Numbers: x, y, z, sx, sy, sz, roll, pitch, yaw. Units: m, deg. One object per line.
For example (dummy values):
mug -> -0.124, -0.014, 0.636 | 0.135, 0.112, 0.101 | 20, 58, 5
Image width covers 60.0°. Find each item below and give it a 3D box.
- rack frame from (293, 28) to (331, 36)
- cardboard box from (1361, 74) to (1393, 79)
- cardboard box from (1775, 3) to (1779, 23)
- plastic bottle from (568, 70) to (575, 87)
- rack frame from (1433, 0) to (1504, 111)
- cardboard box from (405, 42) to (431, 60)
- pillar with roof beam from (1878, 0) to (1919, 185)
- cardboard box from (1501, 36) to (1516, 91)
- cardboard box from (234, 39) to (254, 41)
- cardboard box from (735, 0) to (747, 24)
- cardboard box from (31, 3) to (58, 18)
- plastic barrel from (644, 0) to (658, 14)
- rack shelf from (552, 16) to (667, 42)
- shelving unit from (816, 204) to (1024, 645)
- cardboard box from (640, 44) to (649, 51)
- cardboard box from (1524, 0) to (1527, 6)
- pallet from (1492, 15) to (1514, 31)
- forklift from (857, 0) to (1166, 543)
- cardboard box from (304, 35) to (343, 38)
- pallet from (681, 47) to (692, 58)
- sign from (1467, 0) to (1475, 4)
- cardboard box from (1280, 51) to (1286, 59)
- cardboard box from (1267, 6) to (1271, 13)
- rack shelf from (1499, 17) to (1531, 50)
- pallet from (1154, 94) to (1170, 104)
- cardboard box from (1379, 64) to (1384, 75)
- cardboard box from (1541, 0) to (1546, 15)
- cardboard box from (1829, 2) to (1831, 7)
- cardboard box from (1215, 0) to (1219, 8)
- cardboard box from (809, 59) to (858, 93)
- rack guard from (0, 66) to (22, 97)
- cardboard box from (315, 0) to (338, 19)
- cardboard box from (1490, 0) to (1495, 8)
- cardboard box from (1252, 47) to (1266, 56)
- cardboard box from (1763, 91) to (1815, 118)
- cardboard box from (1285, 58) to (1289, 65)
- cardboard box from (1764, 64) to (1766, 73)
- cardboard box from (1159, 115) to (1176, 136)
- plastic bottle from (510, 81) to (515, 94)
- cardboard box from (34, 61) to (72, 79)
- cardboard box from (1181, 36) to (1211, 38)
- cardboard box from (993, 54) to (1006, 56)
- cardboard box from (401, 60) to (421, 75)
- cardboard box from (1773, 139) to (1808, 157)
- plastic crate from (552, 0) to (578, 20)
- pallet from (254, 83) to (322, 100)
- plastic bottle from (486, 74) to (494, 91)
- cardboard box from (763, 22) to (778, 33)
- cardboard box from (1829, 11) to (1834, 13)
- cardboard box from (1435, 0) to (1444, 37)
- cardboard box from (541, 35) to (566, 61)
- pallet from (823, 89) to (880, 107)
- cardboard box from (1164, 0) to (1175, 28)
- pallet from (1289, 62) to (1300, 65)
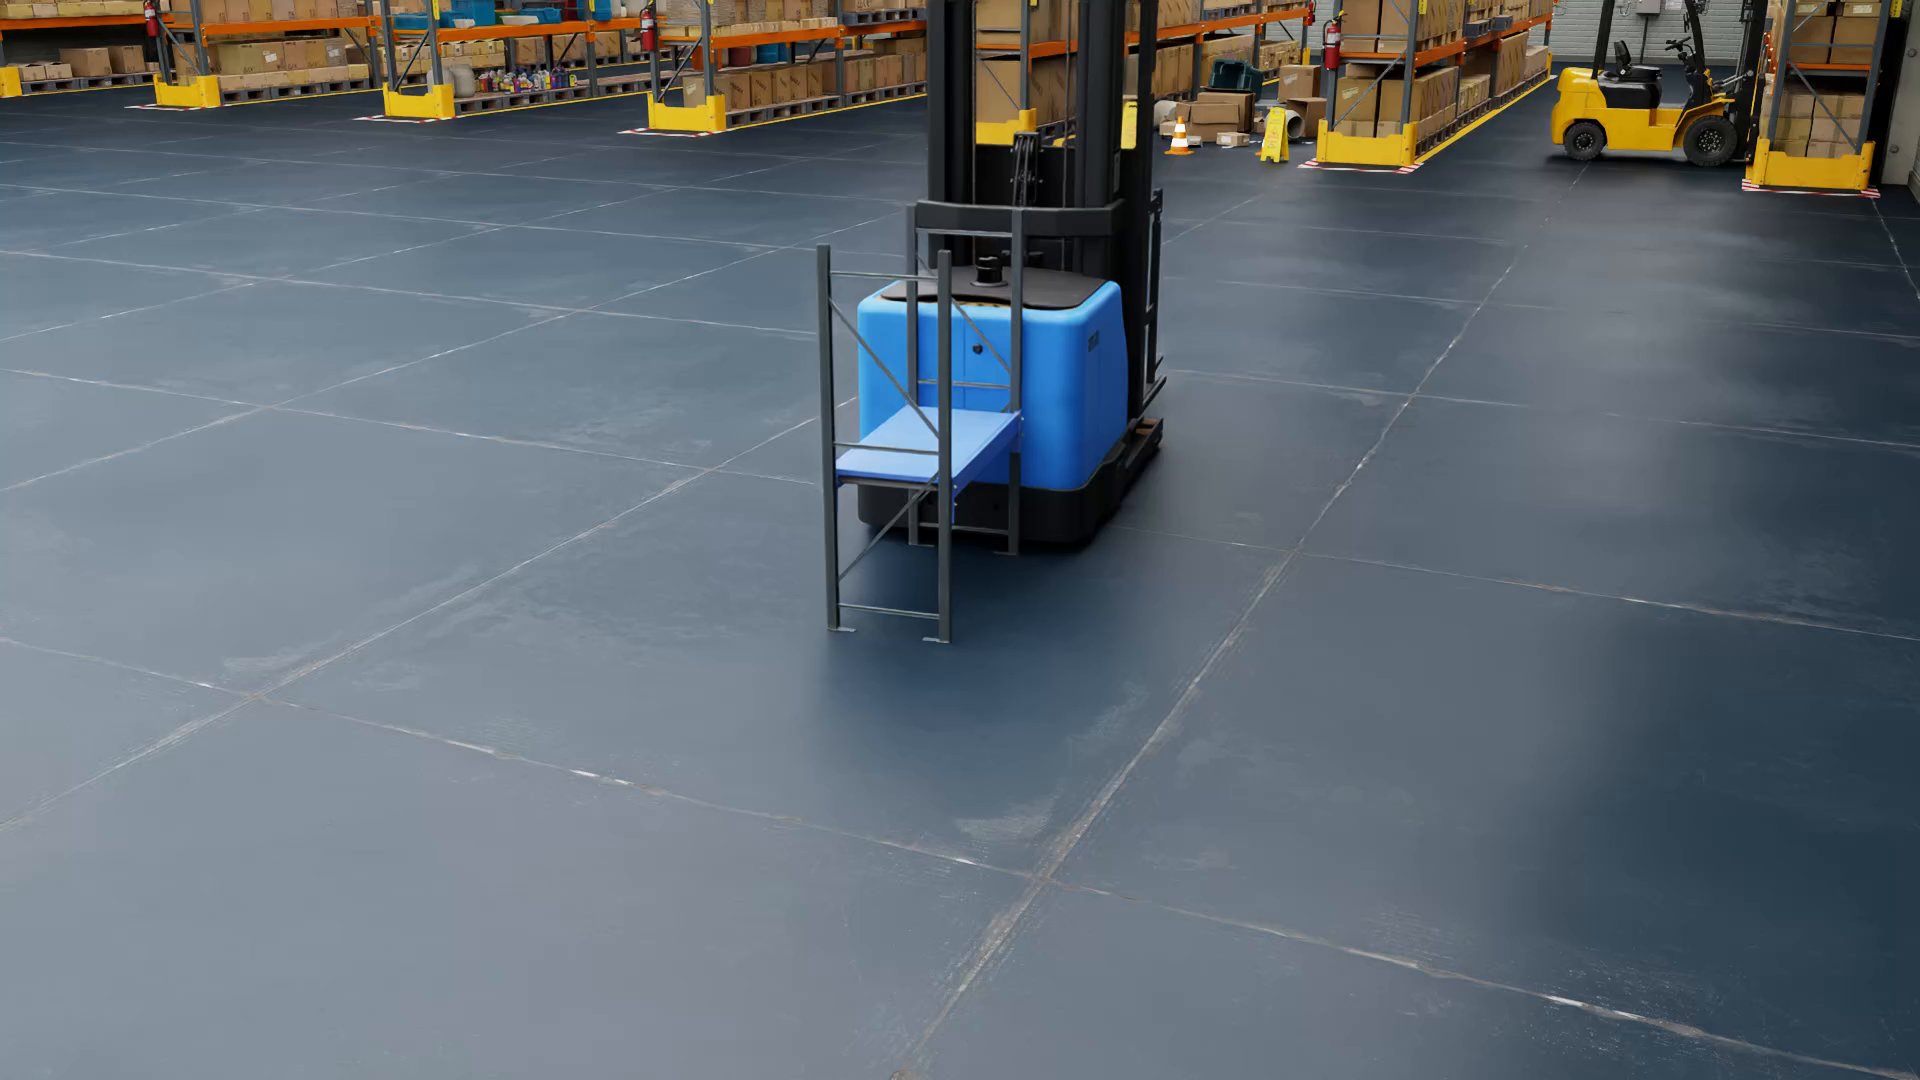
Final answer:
rack frame -> -14.322, -11.927, 36.529 | 1.000, 3.000, 0.127 | 9, 21, 23
cardboard box -> 5.301, -5.779, 21.599 | 0.500, 0.500, 0.500 | 9, 22, 25
cardboard box -> 11.340, -7.134, 22.529 | 0.500, 0.250, 0.500 | 8, 21, 21
plastic bottle -> -6.818, -8.080, 29.109 | 0.061, 0.283, 0.133 | 10, 22, 25
rack frame -> 8.276, -8.528, 26.972 | 1.000, 3.000, 0.127 | 9, 21, 23
cardboard box -> -10.622, -9.595, 32.612 | 0.500, 0.311, 0.500 | 8, 21, 21
pillar with roof beam -> 6.710, -8.909, 19.090 | 9.100, 9.000, 0.400 | 9, 21, 23
cardboard box -> 9.004, -8.197, 28.585 | 0.875, 0.875, 0.875 | 9, 21, 23
cardboard box -> -15.262, -10.276, 34.962 | 0.700, 0.500, 0.500 | 9, 21, 23
cardboard box -> -3.695, -7.963, 24.791 | 0.875, 0.500, 0.500 | 9, 21, 23
cardboard box -> -16.909, -9.686, 30.423 | 0.500, 0.250, 0.500 | 8, 21, 21
plastic barrel -> -5.852, -10.028, 30.986 | 0.433, 0.535, 0.433 | 0, 20, 0
rack shelf -> -6.103, -9.617, 31.108 | 1.077, 0.370, 4.000 | 9, 21, 23
shelving unit -> -0.128, -0.498, 6.629 | 0.538, 1.500, 1.048 | 6, 20, 16
cardboard box -> -7.449, -11.708, 39.485 | 0.380, 0.166, 0.250 | 9, 21, 23
cardboard box -> 9.757, -9.594, 29.447 | 0.500, 0.250, 0.500 | 9, 22, 24
pallet -> 8.081, -8.205, 26.351 | 1.213, 0.211, 1.003 | 9, 21, 23
forklift -> 0.449, -1.827, 8.233 | 1.130, 2.935, 3.031 | 6, 20, 16
cardboard box -> -11.915, -9.182, 31.170 | 0.500, 0.500, 0.500 | 9, 21, 23
pallet -> -6.882, -12.113, 41.214 | 1.003, 0.211, 1.213 | 9, 21, 23
sign -> 7.136, -7.641, 23.186 | 0.100, 0.325, 0.005 | 9, 21, 23
cardboard box -> 6.505, -10.021, 34.355 | 0.380, 0.149, 0.250 | 10, 22, 25
cardboard box -> 5.987, -10.583, 33.124 | 0.380, 0.149, 0.250 | 8, 21, 20
rack shelf -> 9.095, -8.801, 28.812 | 1.077, 0.370, 4.000 | 9, 21, 23
pallet -> 2.826, -7.260, 27.569 | 1.003, 0.211, 1.213 | 9, 21, 23
cardboard box -> 5.285, -6.122, 21.597 | 0.380, 0.149, 0.250 | 9, 21, 24
cardboard box -> 10.975, -10.367, 31.995 | 0.500, 0.500, 0.500 | 9, 22, 24
cardboard box -> 11.271, -6.845, 21.121 | 0.380, 0.149, 0.250 | 8, 21, 22
cardboard box -> 4.415, -9.612, 29.769 | 0.380, 0.149, 0.250 | 10, 22, 25
cardboard box -> -2.132, -7.879, 28.222 | 0.700, 0.500, 0.500 | 7, 21, 19
rack guard -> -17.567, -8.327, 30.137 | 1.175, 0.500, 0.348 | 9, 21, 23
cardboard box -> -11.825, -9.774, 30.326 | 0.700, 0.500, 0.500 | 8, 21, 22
cardboard box -> 7.936, -8.422, 25.454 | 0.500, 0.500, 0.500 | 7, 21, 19
cardboard box -> 5.854, -9.687, 32.971 | 0.380, 0.149, 0.250 | 10, 22, 25
cardboard box -> 9.434, -4.960, 18.923 | 0.500, 0.250, 0.500 | 9, 22, 25
cardboard box -> 6.633, -9.962, 34.631 | 0.380, 0.149, 0.250 | 8, 21, 20
cardboard box -> 13.405, -7.500, 27.186 | 0.500, 0.500, 0.500 | 8, 21, 21
cardboard box -> 3.057, -5.887, 23.627 | 0.396, 0.266, 0.258 | 13, 23, 32
plastic bottle -> -7.491, -7.554, 27.752 | 0.097, 0.201, 0.097 | 0, 20, 0
cardboard box -> -16.999, -8.795, 31.079 | 0.500, 0.311, 0.500 | 11, 22, 27
cardboard box -> 4.384, -9.265, 31.028 | 0.500, 0.250, 0.500 | 9, 22, 25
cardboard box -> 0.264, -9.836, 33.193 | 1.225, 0.875, 0.875 | 8, 21, 21
cardboard box -> -10.837, -9.173, 32.263 | 0.500, 0.250, 0.500 | 9, 22, 24
cardboard box -> 9.434, -4.492, 19.100 | 0.500, 0.250, 0.500 | 9, 21, 23
plastic crate -> -7.003, -9.565, 29.792 | 0.402, 0.464, 0.583 | 9, 21, 23
pallet -> -12.301, -8.100, 29.930 | 1.003, 0.211, 1.213 | 9, 21, 23
plastic bottle -> -8.023, -7.783, 28.286 | 0.152, 0.276, 0.135 | 8, 21, 21
cardboard box -> -3.004, -7.824, 25.366 | 0.380, 0.149, 0.250 | 9, 21, 23
cardboard box -> 10.596, -6.033, 19.806 | 0.500, 0.500, 0.500 | 9, 21, 24
cardboard box -> 5.864, -6.691, 21.214 | 0.500, 0.500, 0.500 | 8, 21, 22
cardboard box -> -8.935, -10.691, 36.129 | 0.500, 0.500, 0.500 | 8, 21, 22
pallet -> -2.086, -7.589, 28.494 | 1.003, 0.211, 1.213 | 9, 21, 23
cardboard box -> 3.163, -8.587, 26.988 | 0.500, 0.500, 0.500 | 9, 21, 24
pallet -> 6.598, -10.041, 35.389 | 1.003, 0.211, 1.213 | 9, 21, 23
